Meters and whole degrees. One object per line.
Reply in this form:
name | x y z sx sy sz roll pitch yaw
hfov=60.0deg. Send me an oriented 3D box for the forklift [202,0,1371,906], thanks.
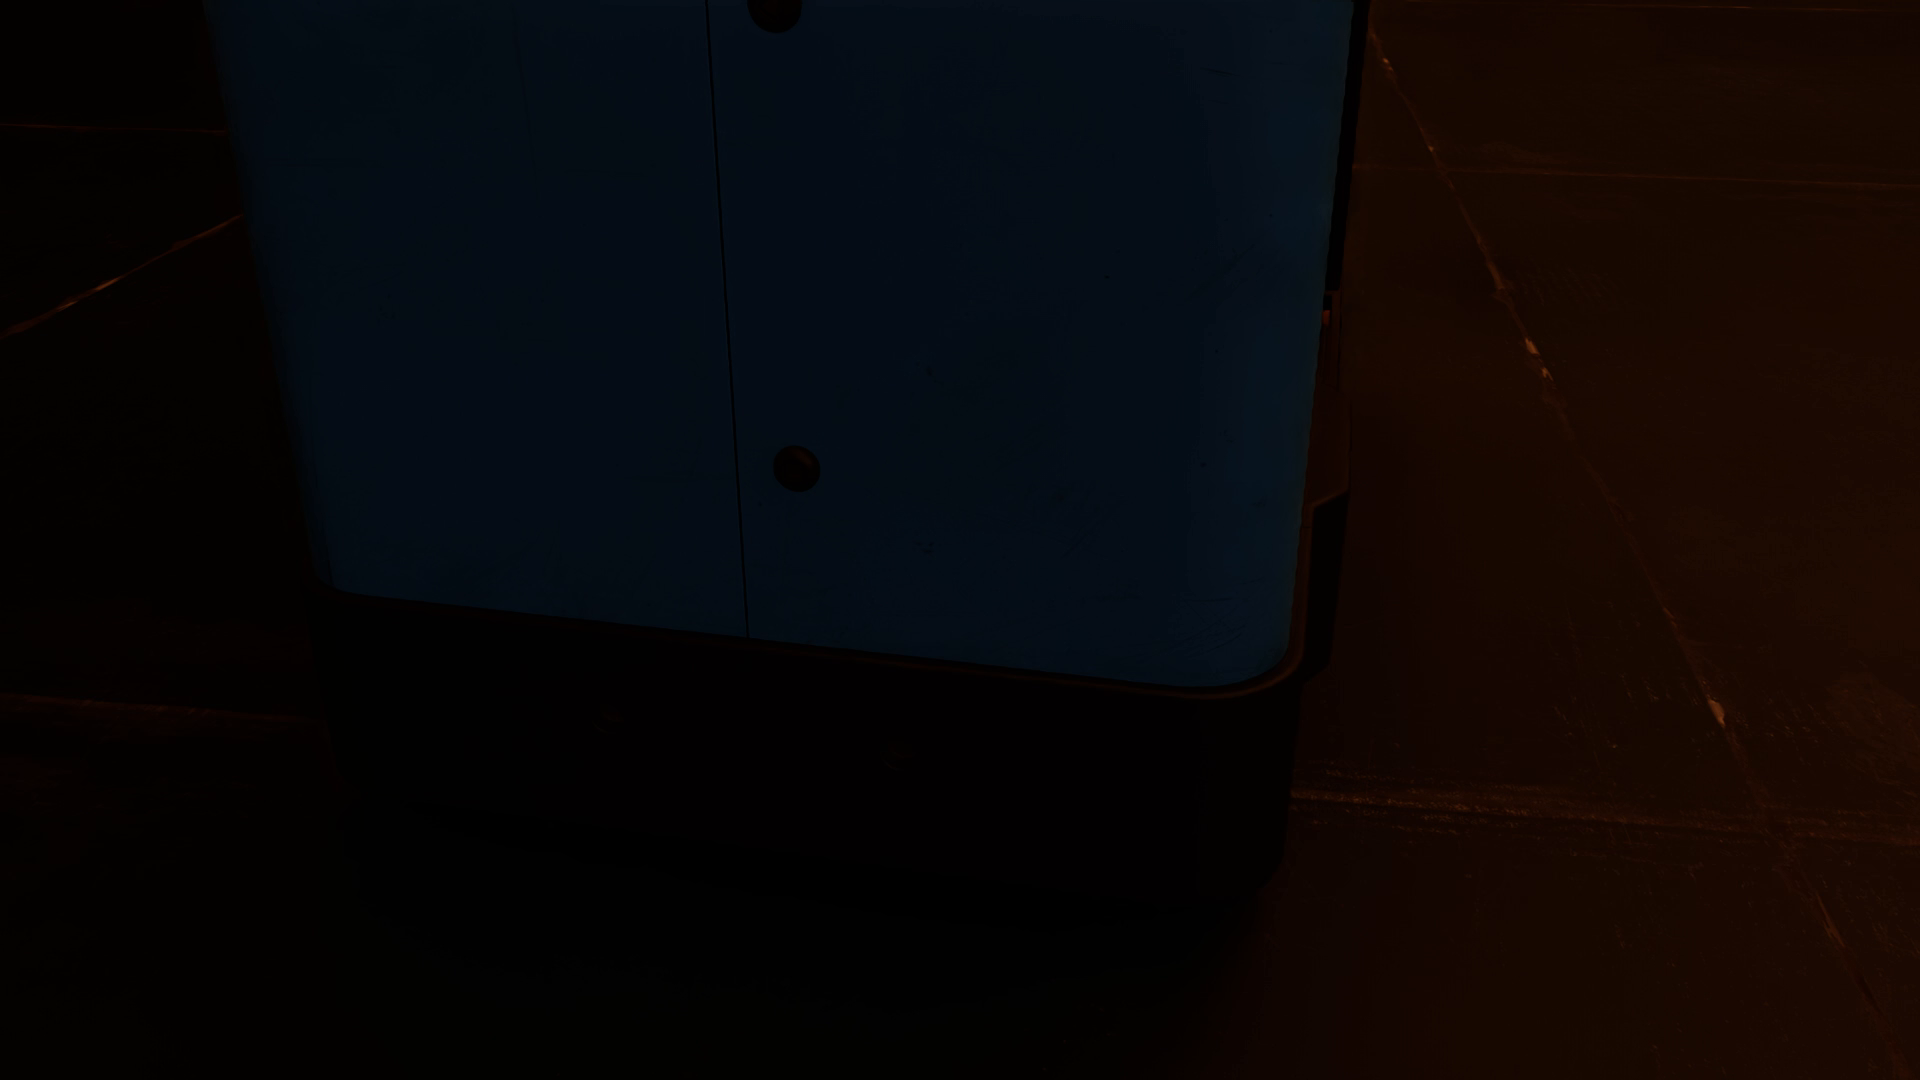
forklift | 0.118 -1.591 2.406 1.130 2.935 3.031 6 27 11
